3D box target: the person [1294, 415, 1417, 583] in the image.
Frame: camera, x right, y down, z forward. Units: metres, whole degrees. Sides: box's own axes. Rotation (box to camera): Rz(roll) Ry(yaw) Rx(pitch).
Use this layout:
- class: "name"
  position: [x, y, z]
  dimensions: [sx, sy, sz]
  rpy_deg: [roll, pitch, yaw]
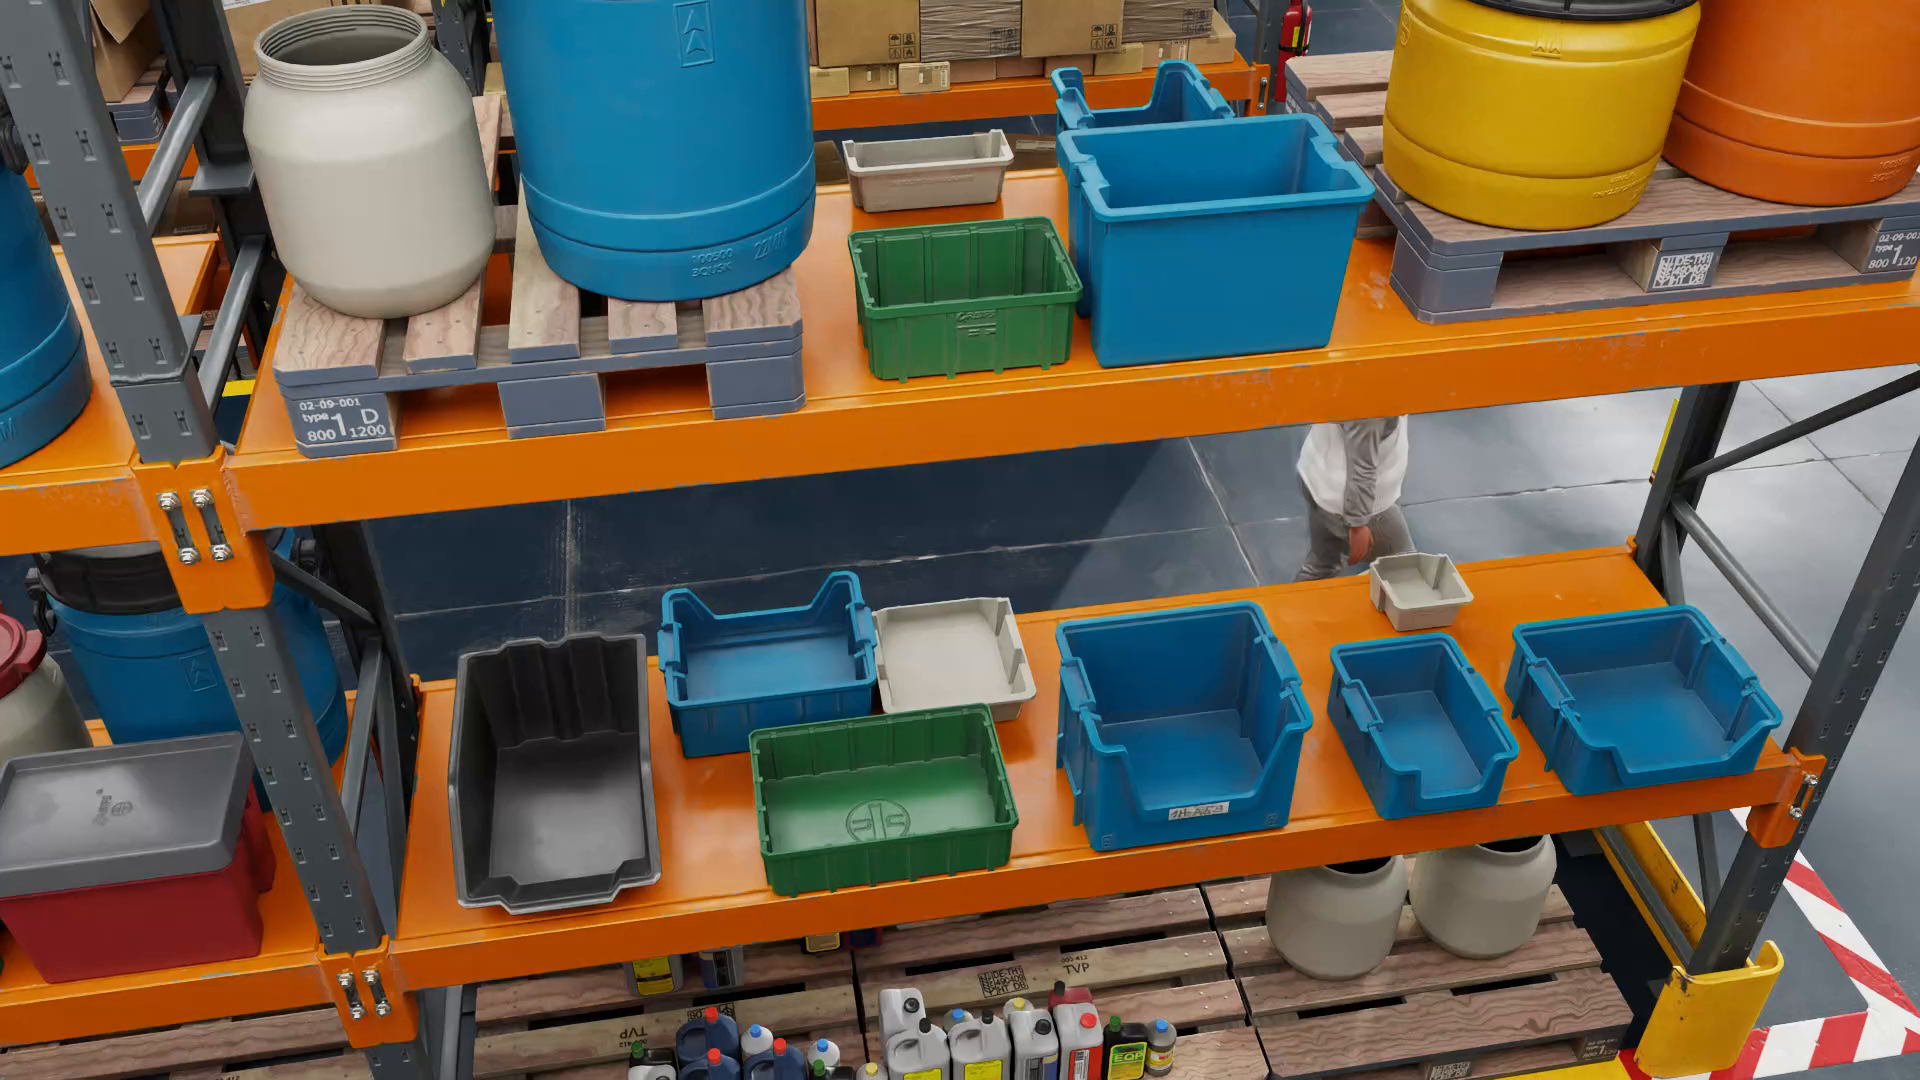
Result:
- class: "person"
  position: [1.537, -0.207, 6.362]
  dimensions: [0.476, 1.784, 0.577]
  rpy_deg: [-6, 39, -8]
